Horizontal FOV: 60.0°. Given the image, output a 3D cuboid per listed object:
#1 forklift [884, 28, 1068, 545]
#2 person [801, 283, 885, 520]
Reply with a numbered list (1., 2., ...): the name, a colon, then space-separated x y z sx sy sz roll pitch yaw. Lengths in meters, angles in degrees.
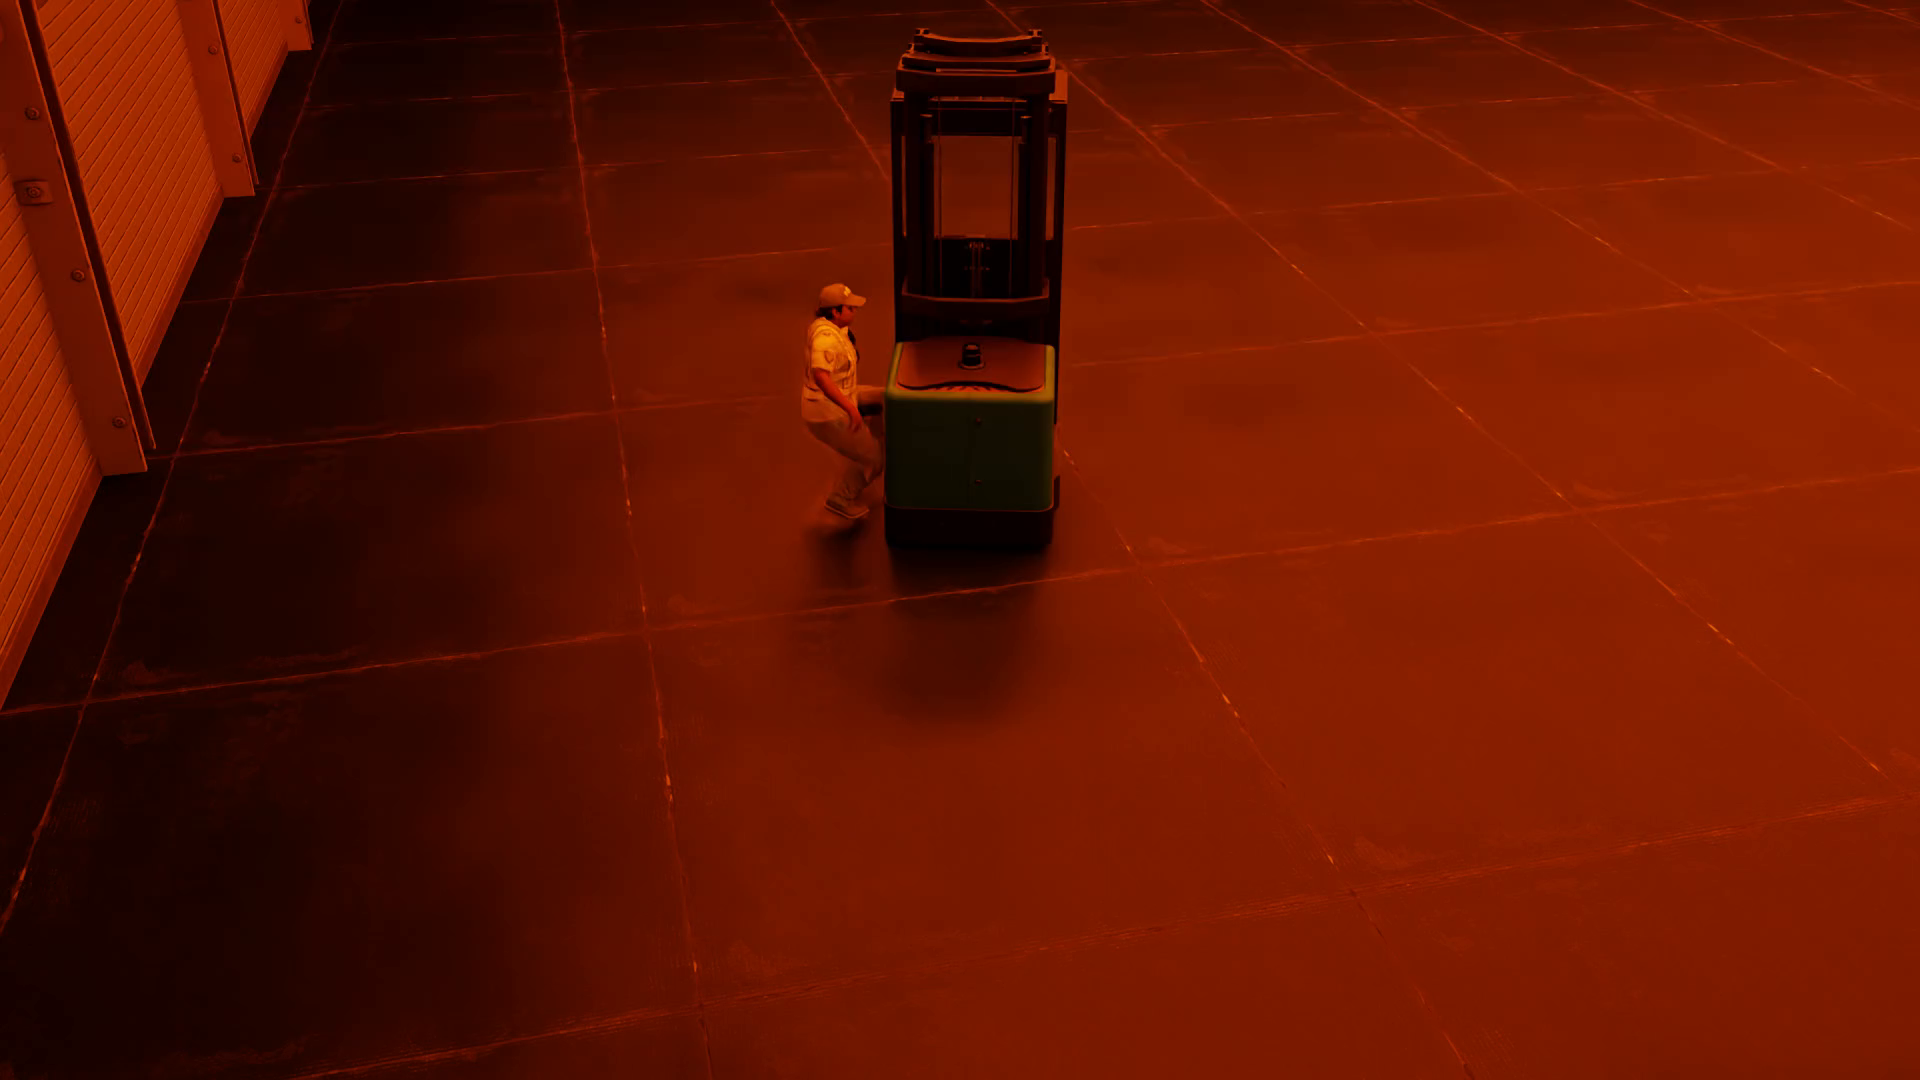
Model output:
1. forklift: 0.130 -1.941 10.928 1.130 2.935 3.031 2 30 3
2. person: -0.648 -0.875 10.370 0.676 1.519 0.890 -1 30 -2
